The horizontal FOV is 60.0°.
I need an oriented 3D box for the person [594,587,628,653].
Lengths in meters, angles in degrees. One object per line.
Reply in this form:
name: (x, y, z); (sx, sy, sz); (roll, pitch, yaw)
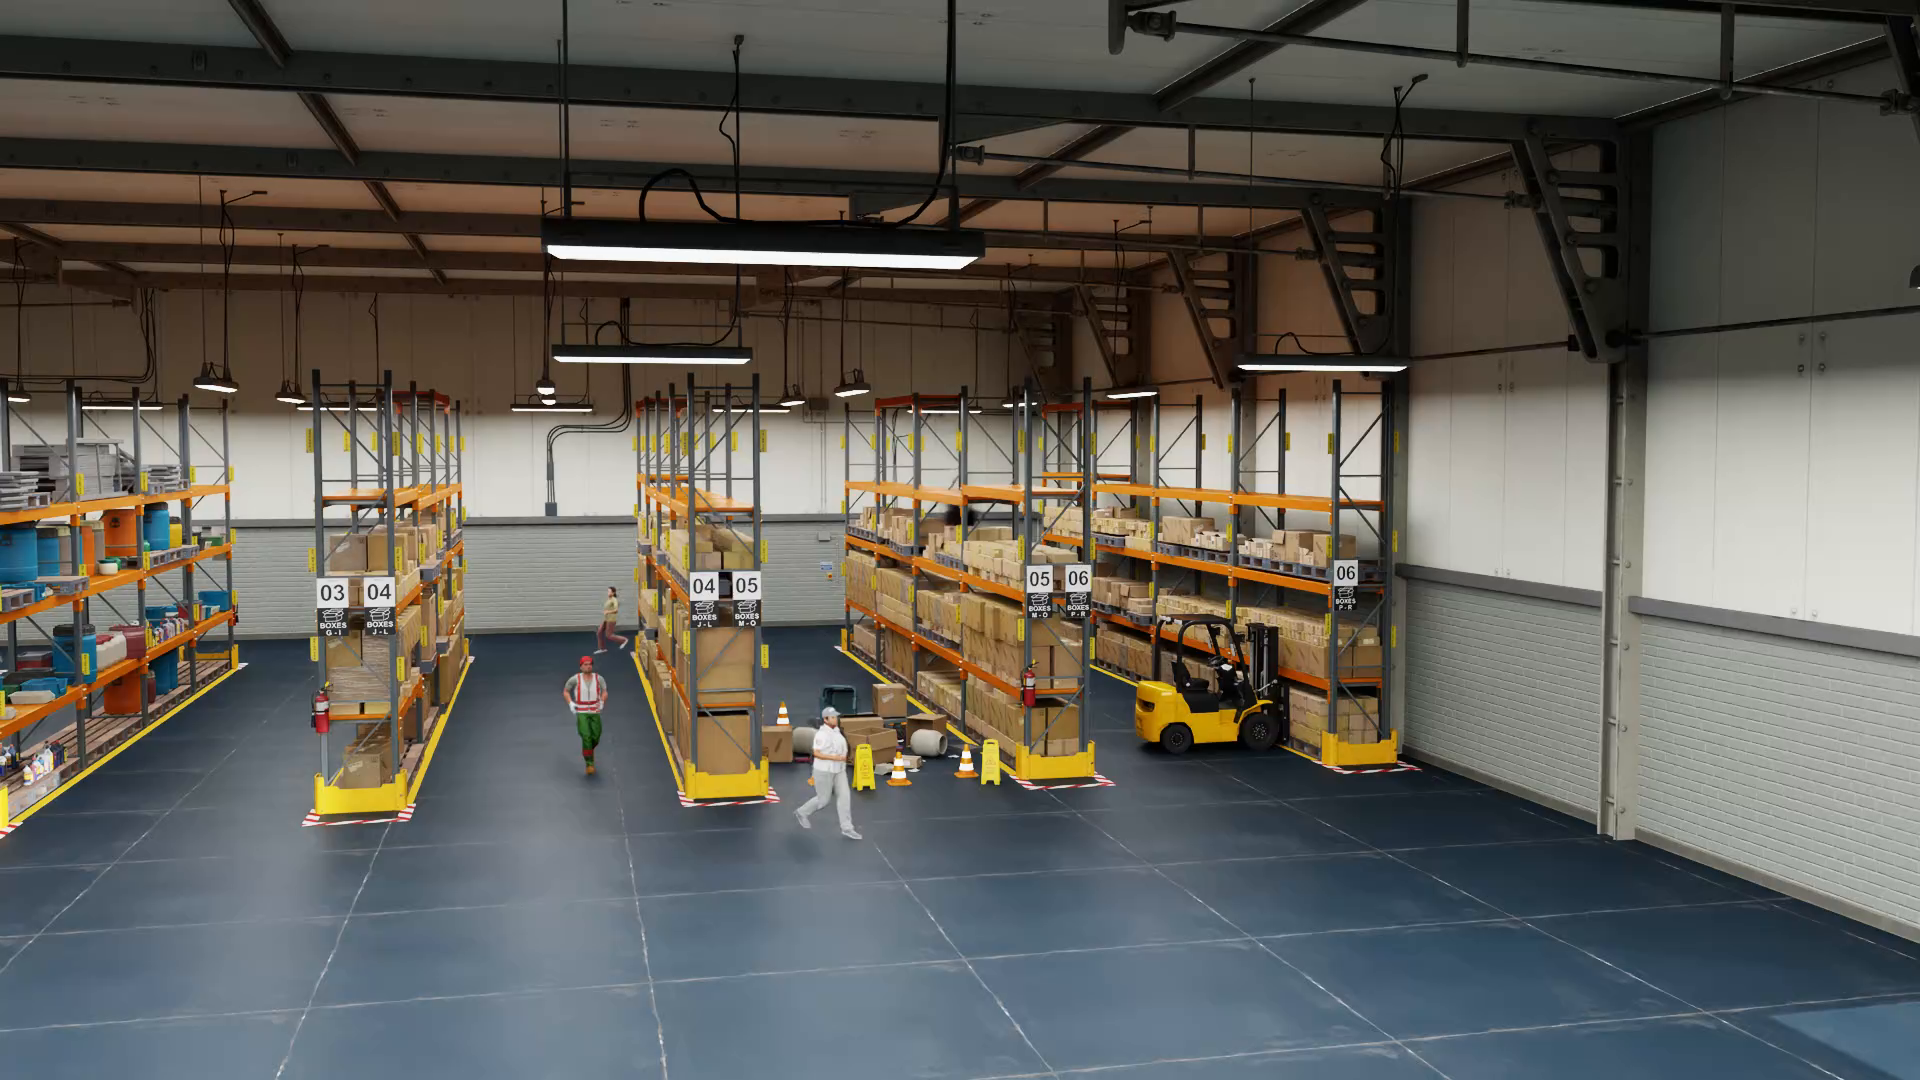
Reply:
person: (-8.320, 1.923, 39.767); (0.769, 1.628, 0.609); (-2, 4, -29)

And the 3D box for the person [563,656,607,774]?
person: (-5.726, 2.649, 25.478); (0.667, 1.767, 0.741); (-1, 4, -24)

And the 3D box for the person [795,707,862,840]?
person: (-1.676, 2.947, 21.122); (0.931, 1.667, 0.611); (2, 4, 30)
